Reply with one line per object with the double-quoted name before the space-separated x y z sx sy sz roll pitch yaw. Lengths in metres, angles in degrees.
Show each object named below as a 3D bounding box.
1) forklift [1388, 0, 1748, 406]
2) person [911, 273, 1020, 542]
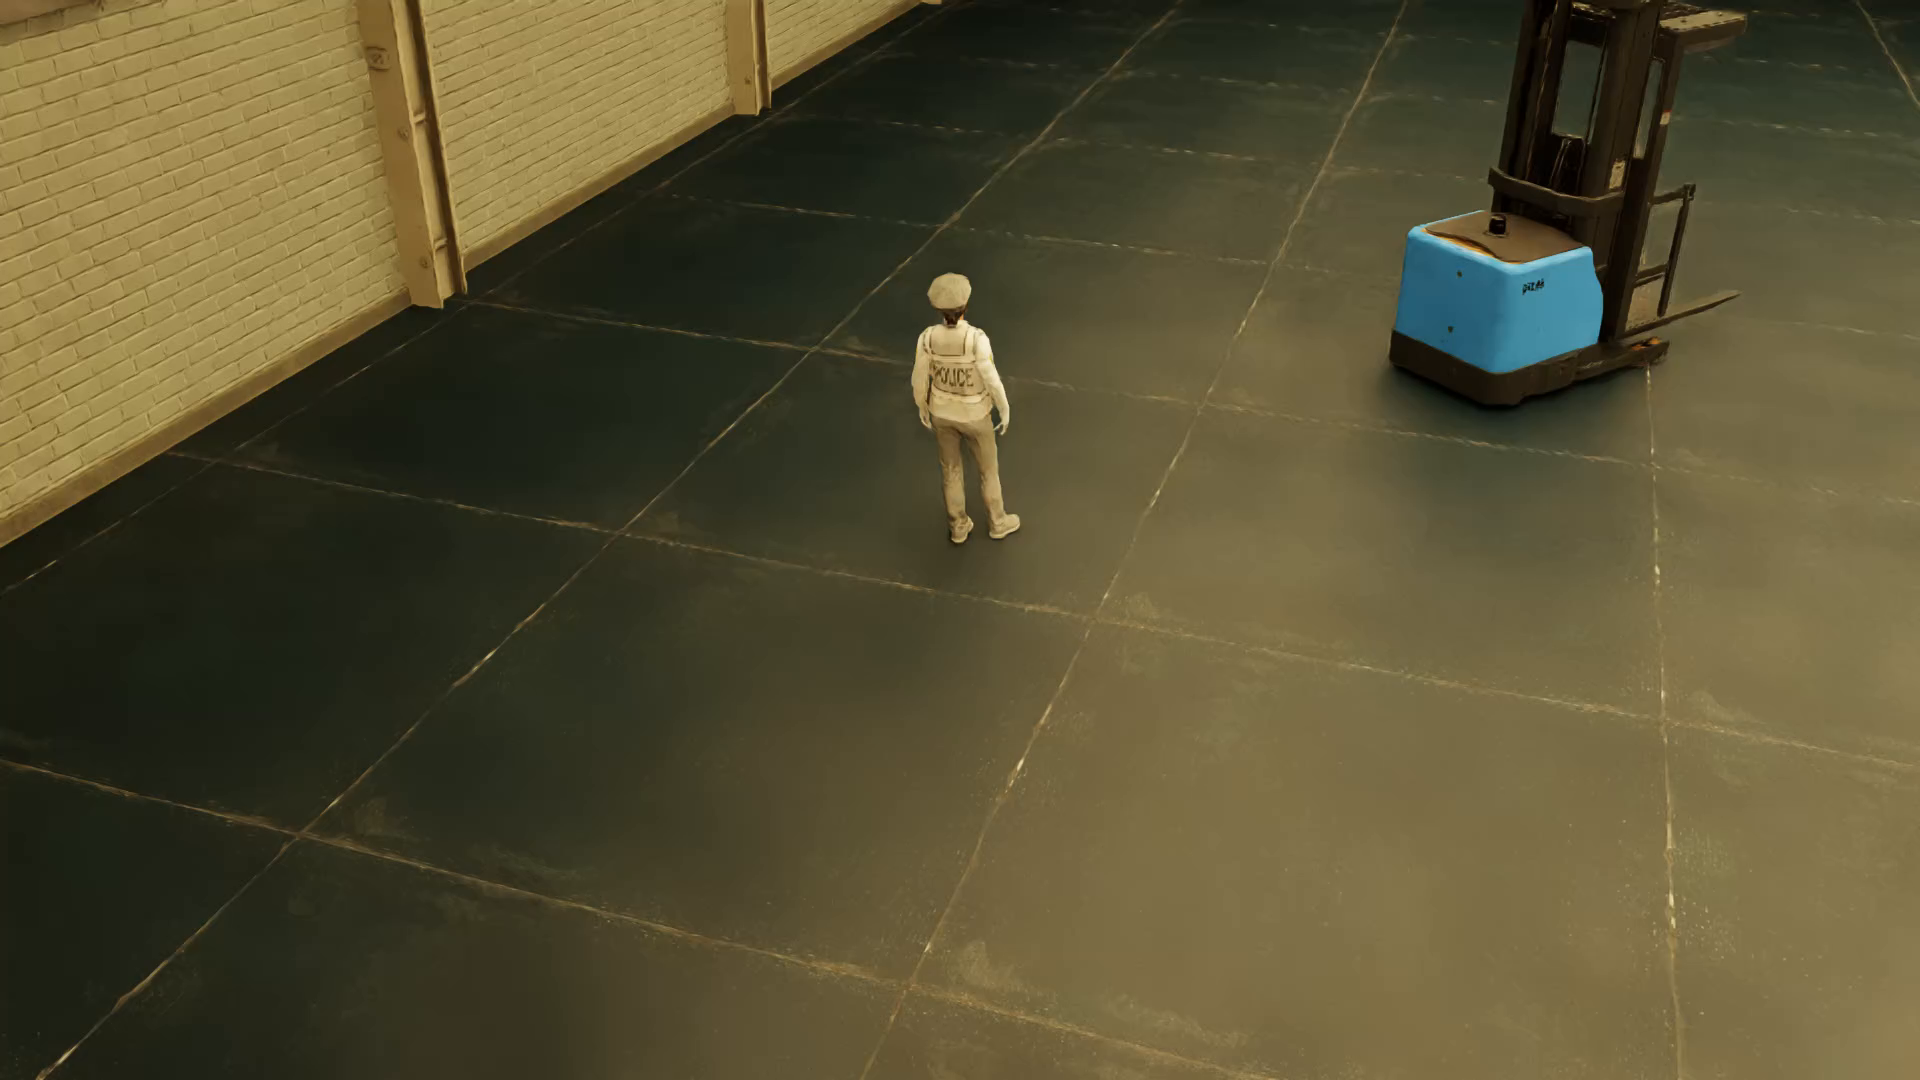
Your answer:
"forklift" 4.686 -2.756 11.971 3.031 2.935 1.130 -18 34 -28
"person" 0.029 -0.773 9.726 0.586 1.695 0.532 10 31 16
